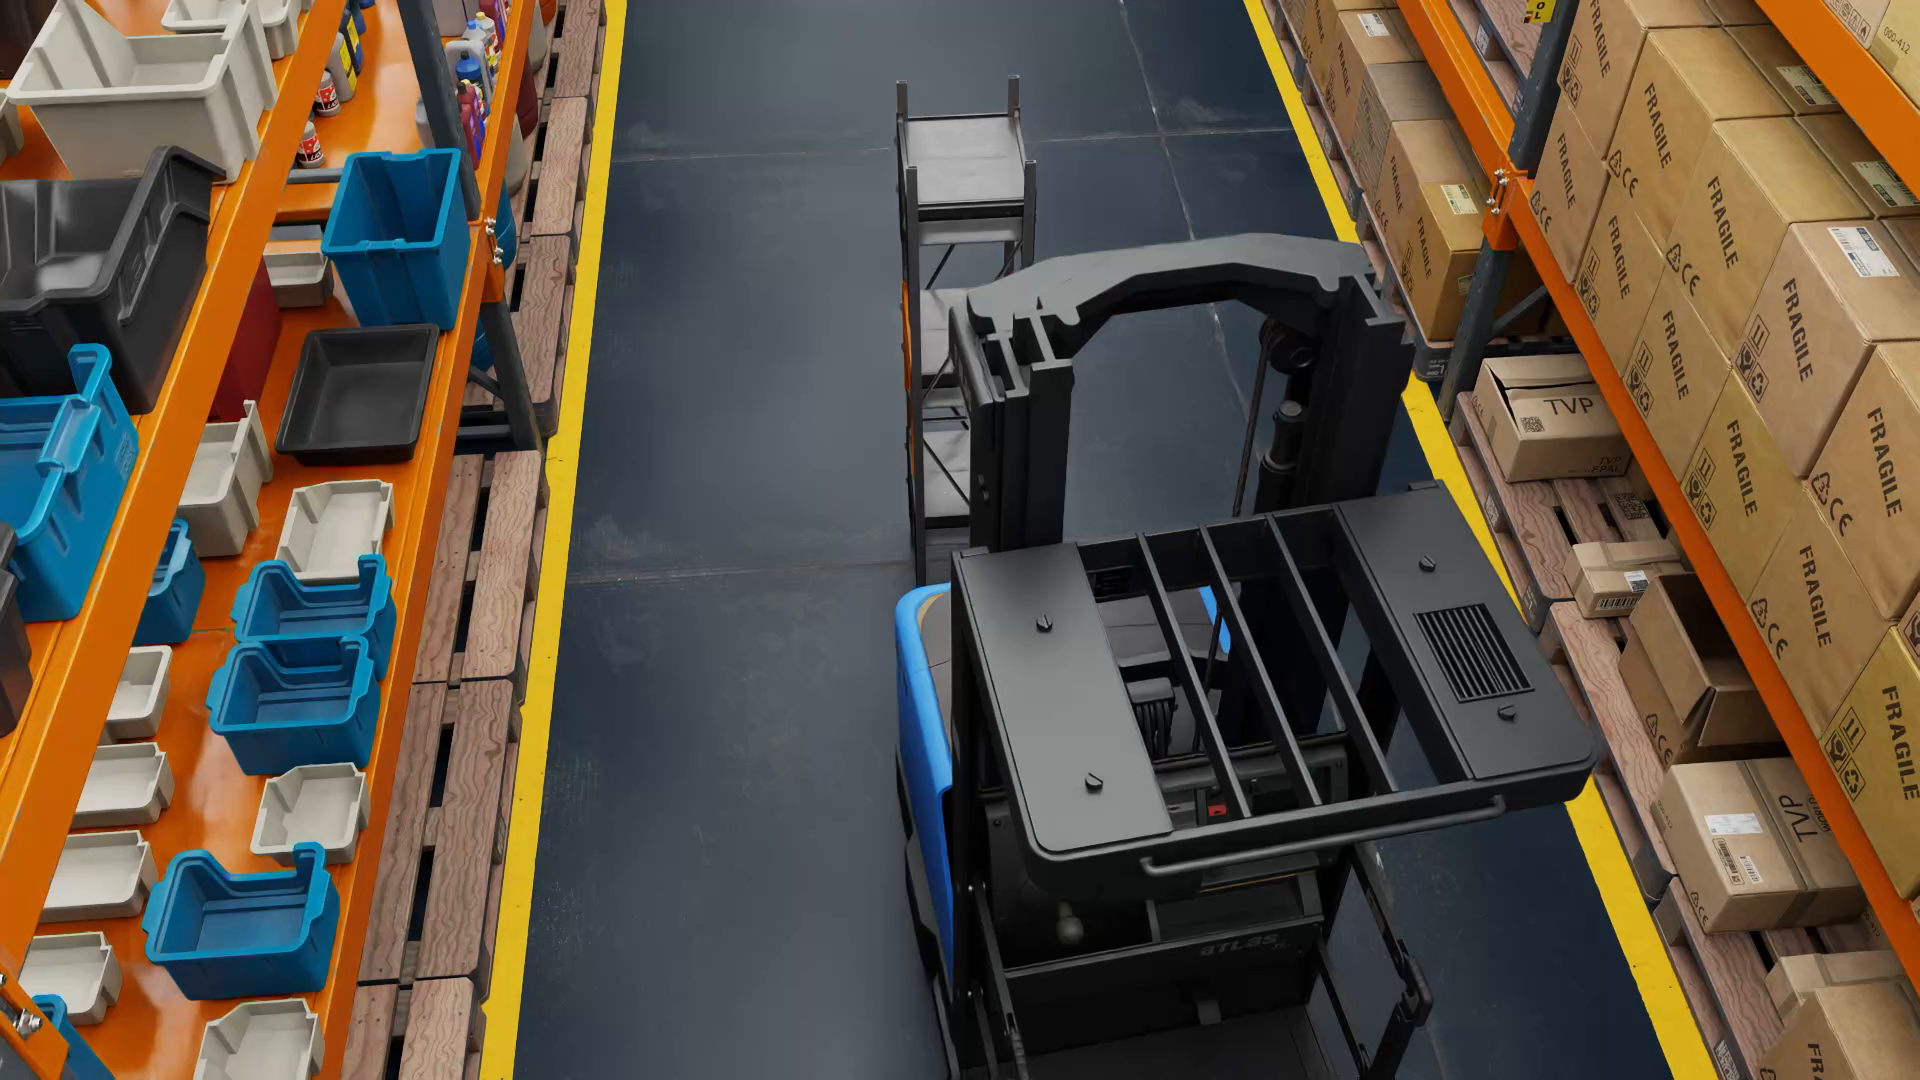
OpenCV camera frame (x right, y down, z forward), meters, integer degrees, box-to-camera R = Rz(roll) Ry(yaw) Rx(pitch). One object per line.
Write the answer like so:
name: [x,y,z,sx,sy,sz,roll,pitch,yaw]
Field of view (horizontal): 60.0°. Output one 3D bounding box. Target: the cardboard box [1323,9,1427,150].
cardboard box: [2.194,-2.344,8.459,0.500,0.500,0.500,-5,47,-5]

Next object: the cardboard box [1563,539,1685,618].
cardboard box: [2.542,0.141,6.335,0.380,0.166,0.250,-3,47,-3]

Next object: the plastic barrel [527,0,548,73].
plastic barrel: [-2.437,-2.753,8.852,0.421,0.512,0.421,0,47,0]

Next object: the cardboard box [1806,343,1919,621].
cardboard box: [2.572,-0.154,4.209,0.500,0.500,0.500,-2,47,-2]

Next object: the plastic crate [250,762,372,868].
plastic crate: [-1.655,0.712,4.287,0.250,0.136,0.298,-3,47,-3]

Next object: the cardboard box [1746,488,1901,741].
cardboard box: [2.583,0.192,4.570,0.500,0.500,0.500,-3,47,-3]

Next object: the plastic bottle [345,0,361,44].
plastic bottle: [-2.601,-2.197,6.990,0.097,0.271,0.097,0,47,0]

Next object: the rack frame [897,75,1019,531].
rack frame: [-0.007,-0.779,6.178,0.400,2.100,0.015,-3,47,-3]

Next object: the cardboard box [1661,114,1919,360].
cardboard box: [2.485,-0.899,4.915,0.500,0.500,0.500,-5,47,-4]

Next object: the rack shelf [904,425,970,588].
rack shelf: [0.014,-0.112,6.529,0.431,0.518,0.480,-3,47,-3]

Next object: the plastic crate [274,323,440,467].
plastic crate: [-1.935,-0.458,5.403,0.437,0.125,0.590,-3,47,-3]

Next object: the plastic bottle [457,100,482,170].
plastic bottle: [-1.902,-1.577,6.394,0.061,0.283,0.133,-3,47,-3]

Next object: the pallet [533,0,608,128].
pallet: [-2.524,-2.693,9.292,1.003,0.211,1.213,-3,47,-3]

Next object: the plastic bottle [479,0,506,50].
plastic bottle: [-1.976,-2.219,7.003,0.061,0.283,0.133,-3,47,-3]

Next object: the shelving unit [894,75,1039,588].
shelving unit: [0.014,-0.602,6.011,0.431,2.100,0.503,-3,47,-3]

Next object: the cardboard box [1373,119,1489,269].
cardboard box: [2.280,-1.614,7.767,0.500,0.500,0.500,-3,47,-3]

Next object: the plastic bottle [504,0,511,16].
plastic bottle: [-2.015,-2.371,7.203,0.097,0.201,0.097,0,47,0]

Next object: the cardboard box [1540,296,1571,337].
cardboard box: [2.842,-1.281,7.452,0.500,0.500,0.500,-5,47,-5]

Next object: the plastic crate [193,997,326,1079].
plastic crate: [-1.598,1.203,3.822,0.250,0.136,0.298,-3,47,-3]

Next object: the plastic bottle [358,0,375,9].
plastic bottle: [-2.632,-2.462,7.241,0.097,0.271,0.097,0,47,0]

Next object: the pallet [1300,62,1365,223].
pallet: [2.429,-2.136,8.764,1.003,0.211,1.213,-3,47,-3]

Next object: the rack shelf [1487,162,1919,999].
rack shelf: [2.807,0.070,5.249,1.077,0.370,4.000,-3,47,-3]

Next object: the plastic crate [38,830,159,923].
plastic crate: [-2.220,0.849,4.157,0.396,0.136,0.243,-3,47,-3]

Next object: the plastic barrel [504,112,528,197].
plastic barrel: [-2.342,-1.936,8.078,0.421,0.512,0.421,0,47,0]

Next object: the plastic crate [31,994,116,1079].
plastic crate: [-2.176,1.305,3.519,0.616,0.435,0.499,-3,47,-3]

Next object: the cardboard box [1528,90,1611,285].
cardboard box: [2.411,-1.273,5.957,0.500,0.500,0.500,-2,47,-2]

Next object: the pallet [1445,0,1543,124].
pallet: [2.682,-2.143,6.982,1.003,0.211,1.213,-3,47,-3]

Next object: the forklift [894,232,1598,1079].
forklift: [0.572,0.869,4.045,1.130,2.935,3.031,-8,47,-8]

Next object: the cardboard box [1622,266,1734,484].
cardboard box: [2.497,-0.541,5.264,0.500,0.500,0.500,-4,47,-4]

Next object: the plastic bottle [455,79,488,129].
plastic bottle: [-1.941,-1.728,6.593,0.097,0.201,0.097,0,47,0]

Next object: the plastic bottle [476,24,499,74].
plastic bottle: [-1.977,-2.036,6.886,0.097,0.201,0.097,0,47,0]

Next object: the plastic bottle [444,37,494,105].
plastic bottle: [-1.986,-1.906,6.711,0.152,0.276,0.135,-3,47,-3]

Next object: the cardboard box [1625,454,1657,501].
cardboard box: [2.970,-0.521,6.732,0.500,0.500,0.500,-3,47,-3]

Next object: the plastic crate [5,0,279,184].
plastic crate: [-1.839,-1.045,3.826,0.437,0.282,0.530,-3,47,-3]

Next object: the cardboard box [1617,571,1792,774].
cardboard box: [2.802,0.442,5.818,0.797,0.503,0.637,-3,47,-3]

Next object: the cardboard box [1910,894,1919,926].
cardboard box: [2.666,0.928,3.873,0.500,0.500,0.500,-2,47,-2]

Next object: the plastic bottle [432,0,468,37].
plastic bottle: [-2.184,-2.302,7.086,0.152,0.276,0.135,-3,47,-3]

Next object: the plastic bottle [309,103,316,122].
plastic bottle: [-2.682,-1.813,6.623,0.152,0.276,0.135,-3,47,-3]

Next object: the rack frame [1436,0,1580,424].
rack frame: [2.640,-1.624,6.359,1.000,3.000,0.127,-3,47,-3]

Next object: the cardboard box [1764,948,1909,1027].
cardboard box: [2.740,1.416,5.128,0.380,0.166,0.250,-3,47,-3]

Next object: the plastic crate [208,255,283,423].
plastic crate: [-2.471,-0.707,5.405,0.402,0.464,0.583,-3,47,-3]

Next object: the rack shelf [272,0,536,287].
rack shelf: [-2.464,-2.525,7.708,1.077,0.370,4.000,-3,47,-3]

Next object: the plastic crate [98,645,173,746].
plastic crate: [-2.311,0.436,4.548,0.298,0.136,0.250,-3,47,-3]

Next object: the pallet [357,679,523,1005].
pallet: [-2.091,1.048,5.749,1.003,0.211,1.213,-3,47,-3]

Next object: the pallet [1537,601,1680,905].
pallet: [2.802,0.717,6.063,1.003,0.211,1.213,-3,47,-3]

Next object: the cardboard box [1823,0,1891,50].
cardboard box: [2.512,-1.513,4.291,0.500,0.250,0.500,-3,47,-3]

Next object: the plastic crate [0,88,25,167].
plastic crate: [-2.382,-0.852,3.743,0.437,0.136,0.530,-3,47,-3]

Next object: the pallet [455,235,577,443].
pallet: [-2.319,-0.928,7.620,1.003,0.211,1.213,-3,47,-3]

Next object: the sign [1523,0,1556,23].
sign: [2.087,-1.986,5.904,0.100,0.325,0.005,-3,47,-3]

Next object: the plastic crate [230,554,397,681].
plastic crate: [-1.789,0.237,4.670,0.416,0.233,0.300,-3,47,-3]

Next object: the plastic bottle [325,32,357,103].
plastic bottle: [-2.556,-1.963,6.713,0.144,0.351,0.185,-3,47,-3]

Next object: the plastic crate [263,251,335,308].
plastic crate: [-2.400,-0.910,5.823,0.396,0.136,0.243,-3,47,-3]

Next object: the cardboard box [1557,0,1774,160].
cardboard box: [2.399,-1.644,5.620,0.500,0.500,0.500,-2,47,-2]

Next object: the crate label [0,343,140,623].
crate label: [-1.717,-0.099,2.951,0.408,0.251,0.502,-3,47,-3]

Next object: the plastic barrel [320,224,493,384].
plastic barrel: [-2.325,-1.143,7.059,0.600,0.901,0.708,-3,47,-3]

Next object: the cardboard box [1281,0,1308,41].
cardboard box: [2.108,-3.085,9.161,0.500,0.500,0.500,-5,47,-5]
